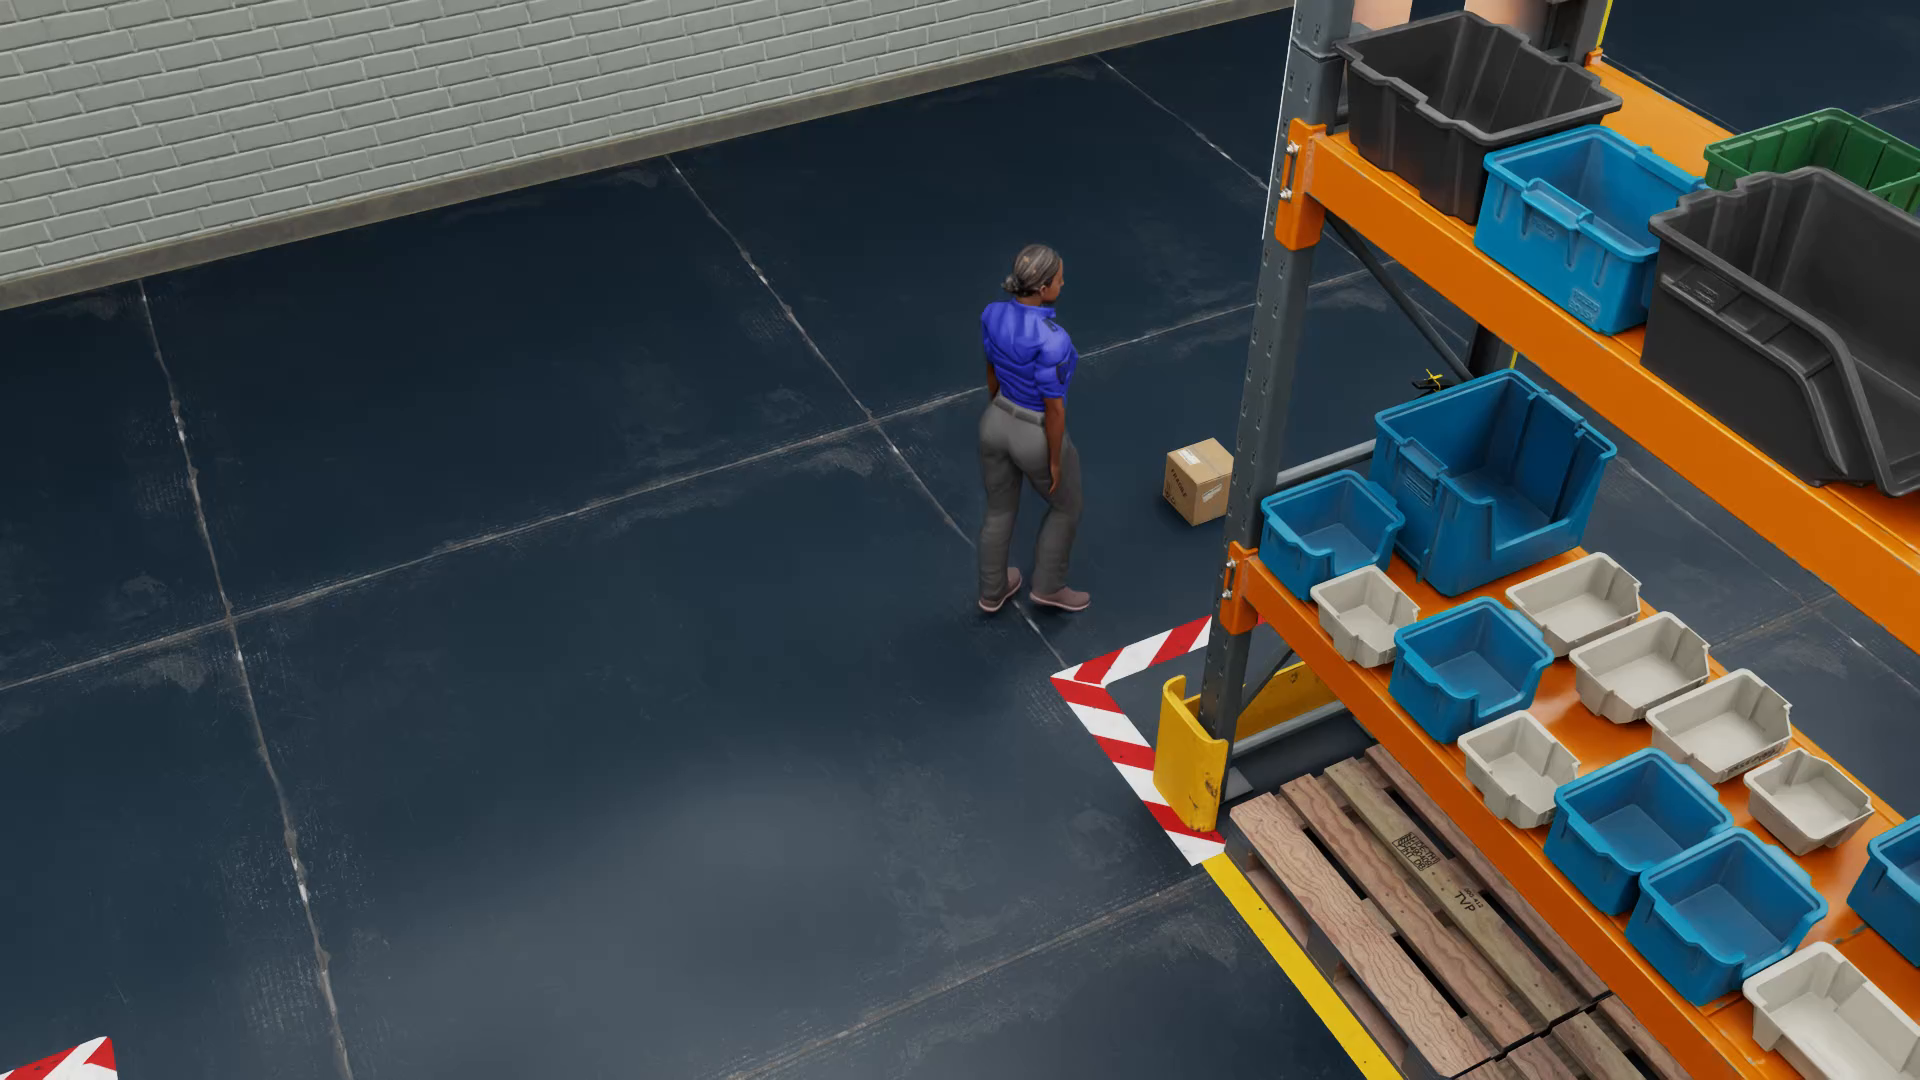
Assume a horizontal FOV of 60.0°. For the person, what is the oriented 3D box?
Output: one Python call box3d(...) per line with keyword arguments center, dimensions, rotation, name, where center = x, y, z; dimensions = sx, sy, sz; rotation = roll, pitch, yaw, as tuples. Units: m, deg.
box3d(center=(0.260, -0.369, 6.587), dimensions=(0.511, 1.701, 0.407), rotation=(28, 49, 28), name="person")
